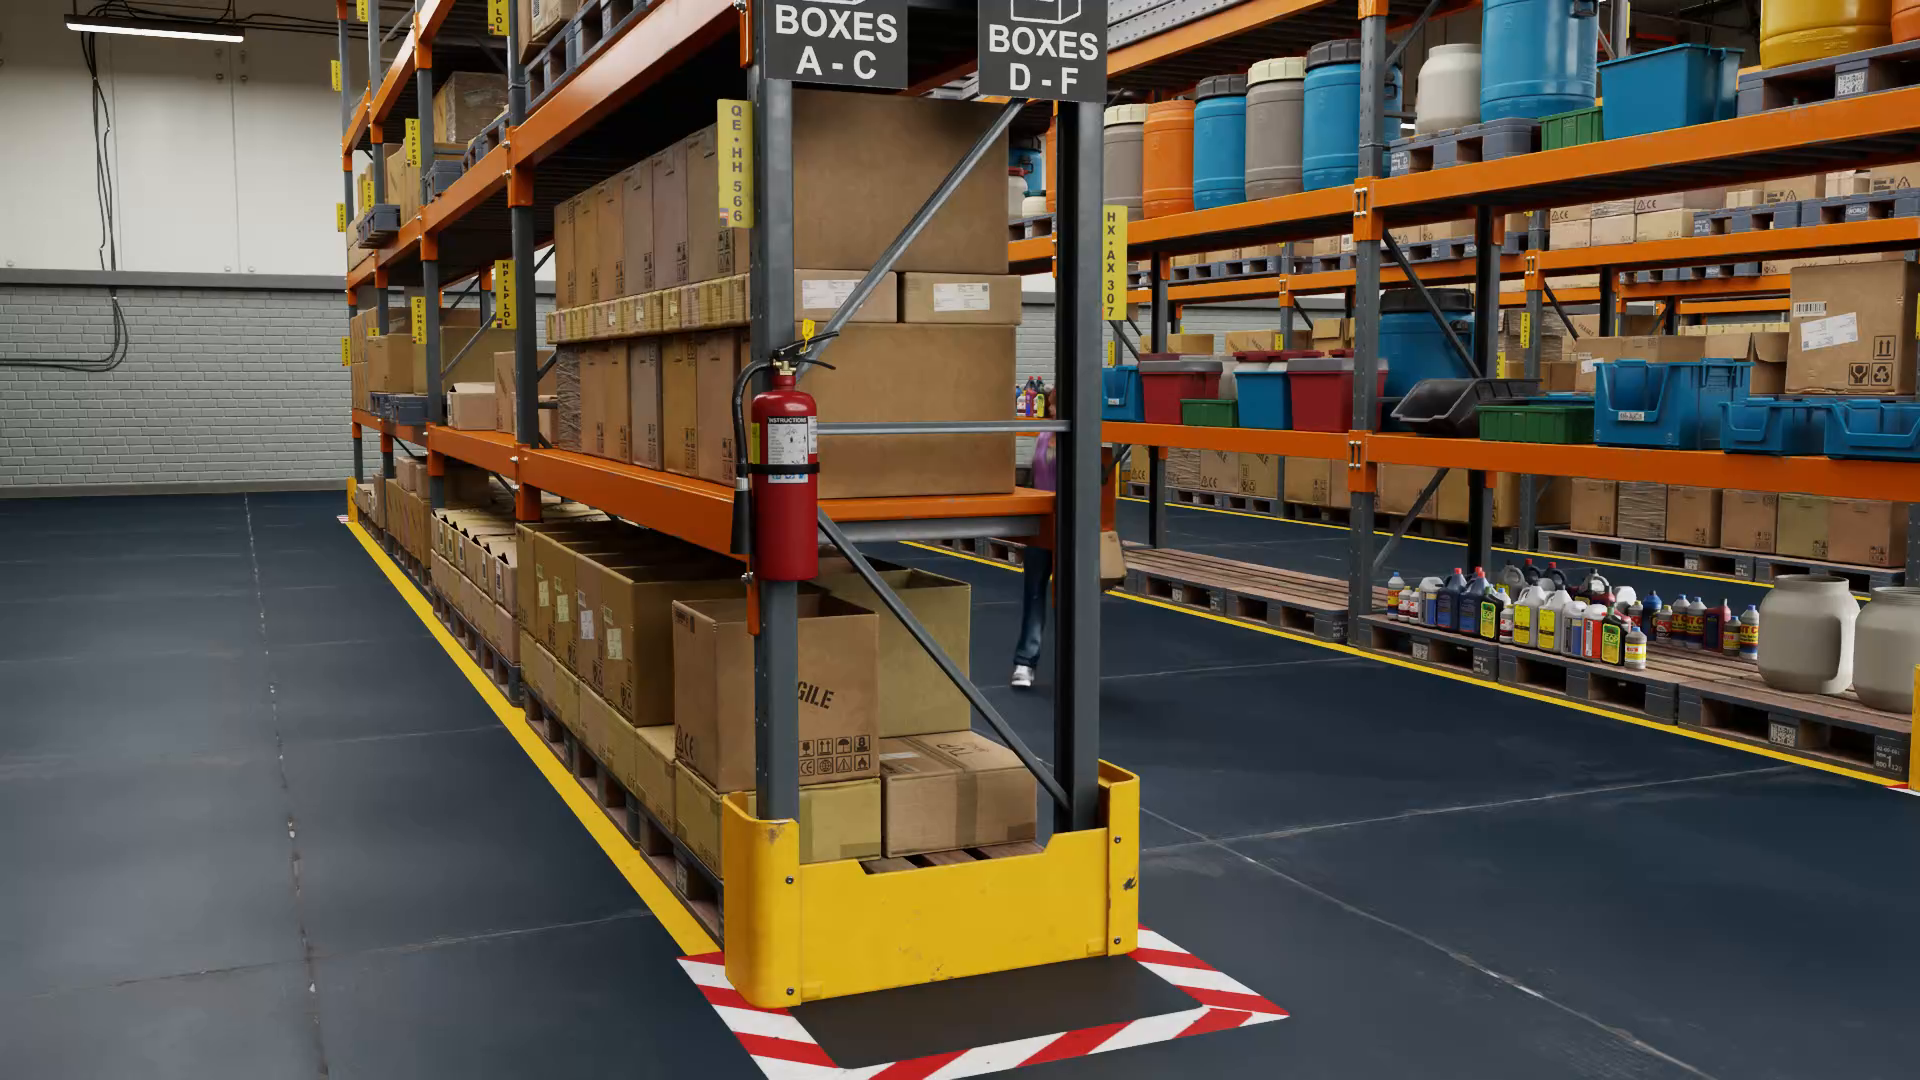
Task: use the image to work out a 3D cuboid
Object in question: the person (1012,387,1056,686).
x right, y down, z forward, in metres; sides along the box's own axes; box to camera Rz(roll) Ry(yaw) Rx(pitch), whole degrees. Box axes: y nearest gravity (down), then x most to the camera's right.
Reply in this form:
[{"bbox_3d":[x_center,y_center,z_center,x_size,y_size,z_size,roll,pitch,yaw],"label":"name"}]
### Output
[{"bbox_3d":[0.507,-0.020,8.775,0.433,1.601,0.468,4,7,33],"label":"person"}]
